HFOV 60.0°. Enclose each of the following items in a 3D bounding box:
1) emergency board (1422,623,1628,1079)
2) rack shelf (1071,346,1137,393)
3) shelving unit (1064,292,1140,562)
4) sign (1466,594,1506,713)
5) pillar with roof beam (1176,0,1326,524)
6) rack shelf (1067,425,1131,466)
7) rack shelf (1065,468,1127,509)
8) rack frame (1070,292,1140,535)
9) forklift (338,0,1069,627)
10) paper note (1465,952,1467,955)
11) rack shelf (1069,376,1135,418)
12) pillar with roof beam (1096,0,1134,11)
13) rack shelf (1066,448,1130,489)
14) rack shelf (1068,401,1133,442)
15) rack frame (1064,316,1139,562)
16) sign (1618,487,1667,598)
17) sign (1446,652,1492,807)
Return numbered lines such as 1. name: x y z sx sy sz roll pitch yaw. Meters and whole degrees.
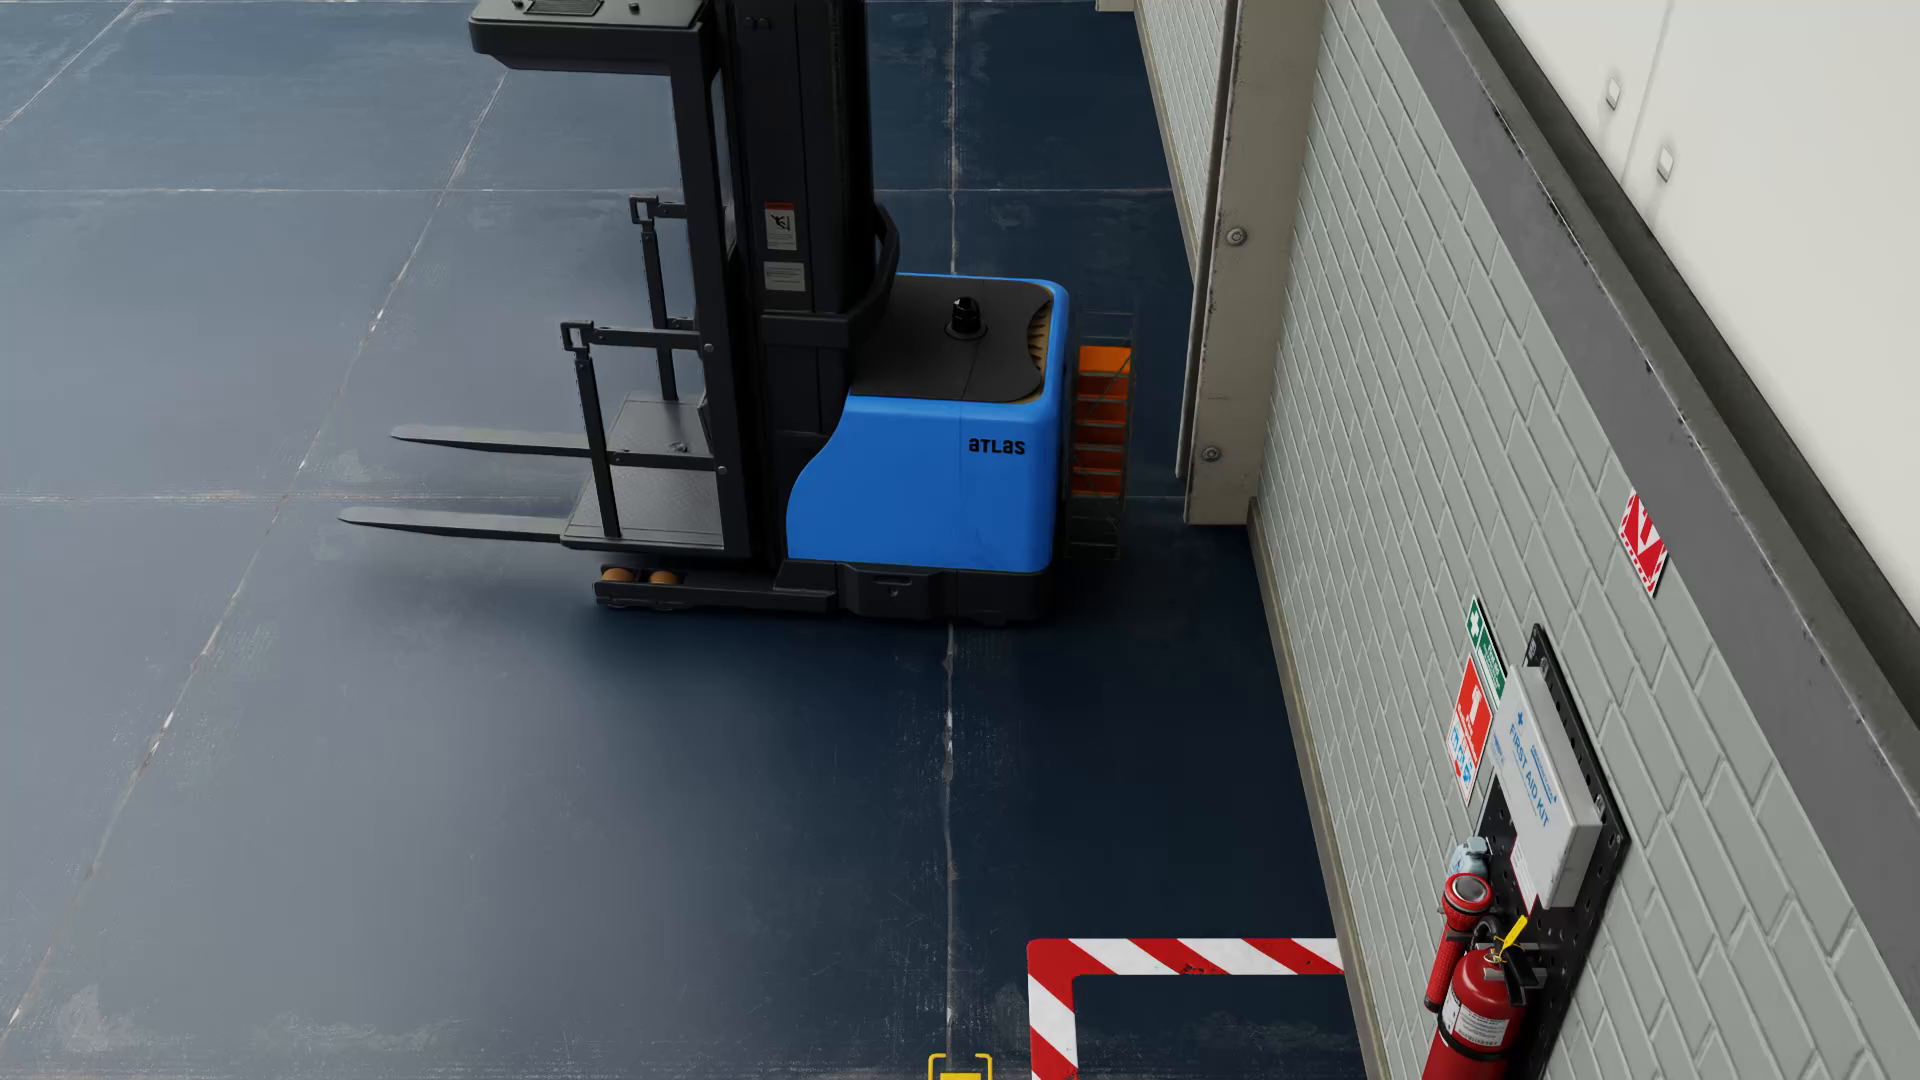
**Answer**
1. emergency board: 1.188 0.842 3.801 0.194 1.169 0.643 0 39 0
2. rack shelf: 0.576 -0.688 6.645 0.258 0.103 0.180 4 39 4
3. shelving unit: 0.576 -0.442 6.842 0.258 1.200 0.189 4 39 4
4. sign: 1.281 0.278 4.052 0.001 0.109 0.331 0 39 0
5. pillar with roof beam: -3.160 -3.703 4.675 9.100 9.000 0.400 0 39 0
6. rack shelf: 0.576 -0.407 6.870 0.258 0.103 0.180 4 39 4
7. rack shelf: 0.575 -0.220 7.020 0.258 0.103 0.180 4 39 4
8. rack frame: 0.585 -0.499 6.913 0.240 1.200 0.006 4 39 4
9. forklift: -1.087 -1.175 6.372 3.031 2.935 1.130 4 39 4
10. paper note: 1.257 1.075 4.215 0.016 0.148 0.142 0 39 0
11. rack shelf: 0.576 -0.595 6.720 0.258 0.103 0.180 4 39 4
12. pillar with roof beam: -3.166 -7.455 9.357 9.100 9.000 0.400 0 39 0
13. rack shelf: 0.575 -0.314 6.945 0.258 0.103 0.180 4 39 4
14. rack shelf: 0.576 -0.501 6.795 0.258 0.103 0.180 4 39 4
15. rack frame: 0.567 -0.385 6.771 0.240 1.200 0.006 4 39 4
16. sign: 1.287 -0.068 3.082 0.001 0.298 0.199 0 39 0
17. sign: 1.290 0.482 4.221 0.001 0.329 0.234 0 39 0
